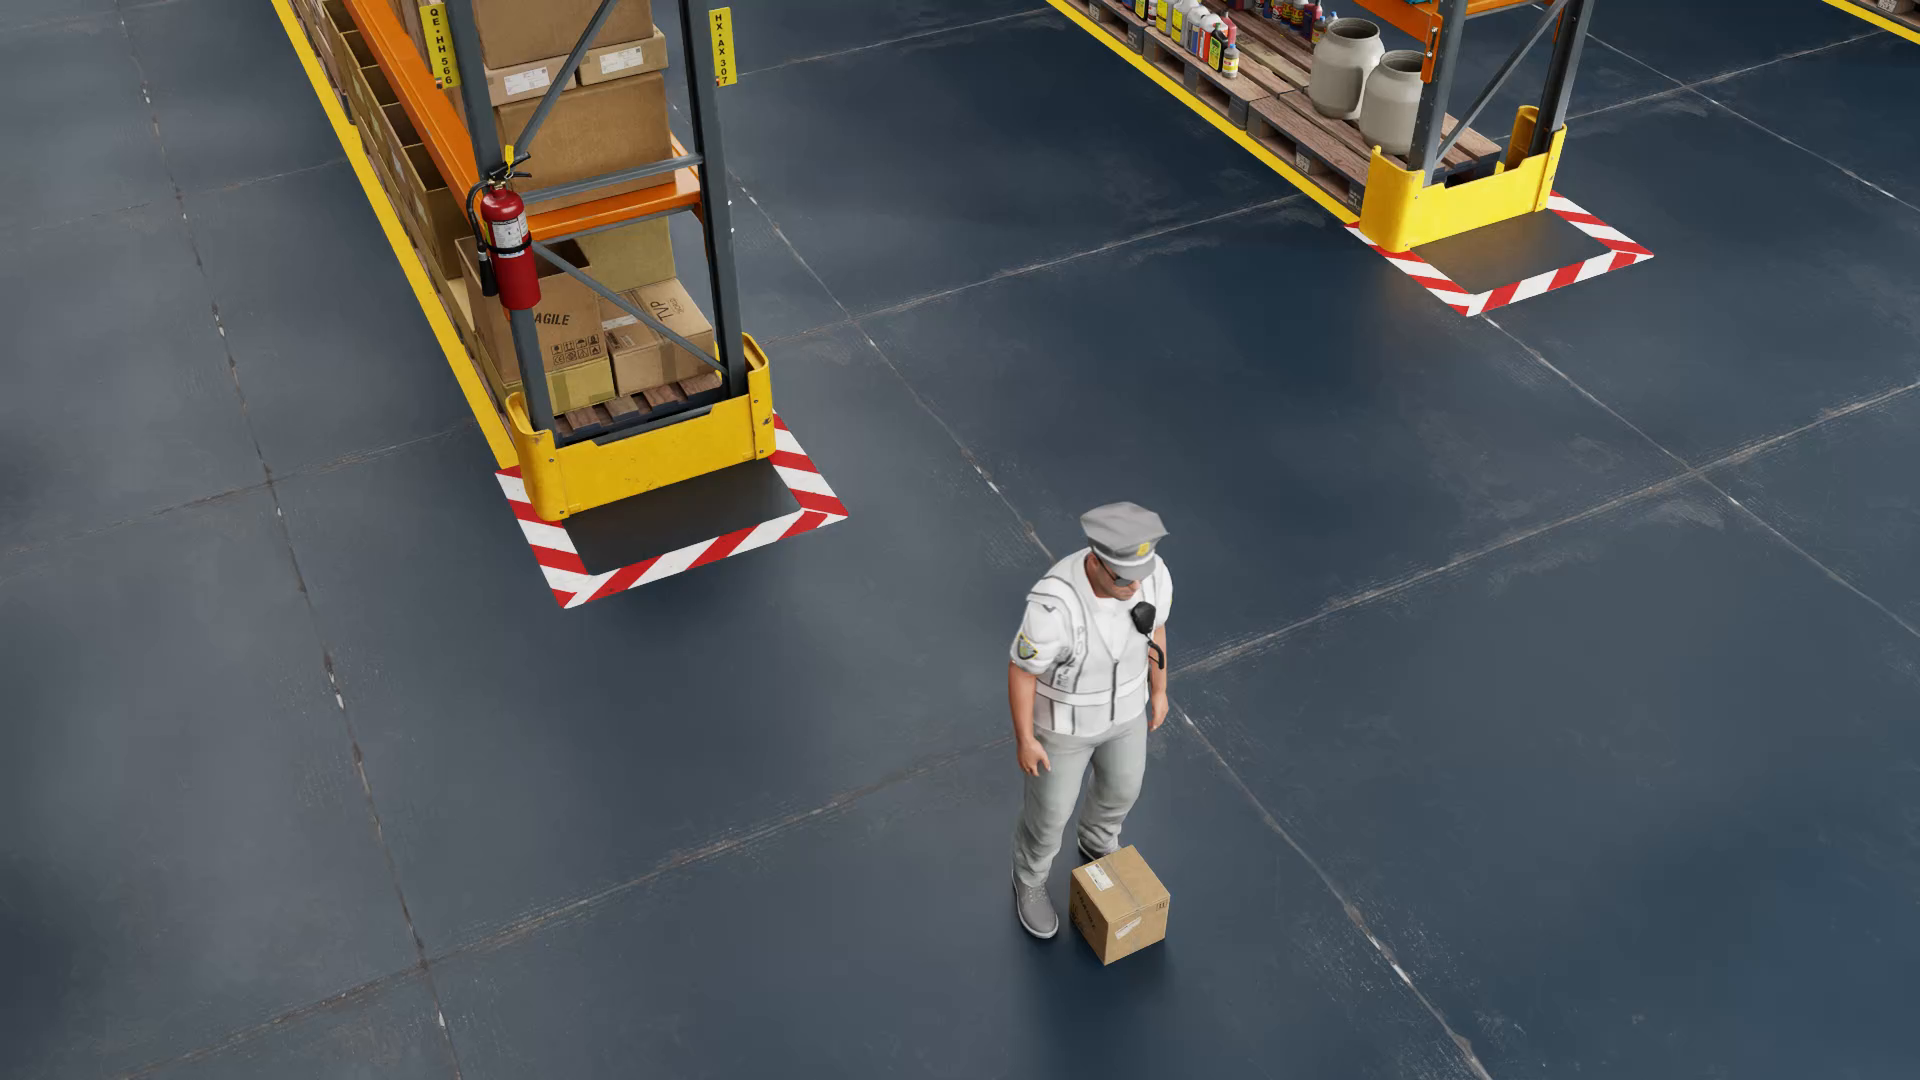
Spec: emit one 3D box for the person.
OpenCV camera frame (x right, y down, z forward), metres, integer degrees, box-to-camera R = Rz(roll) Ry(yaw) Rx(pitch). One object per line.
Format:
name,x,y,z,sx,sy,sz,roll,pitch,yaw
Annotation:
person,0.421,0.556,5.514,0.585,1.747,0.434,-19,44,-20
